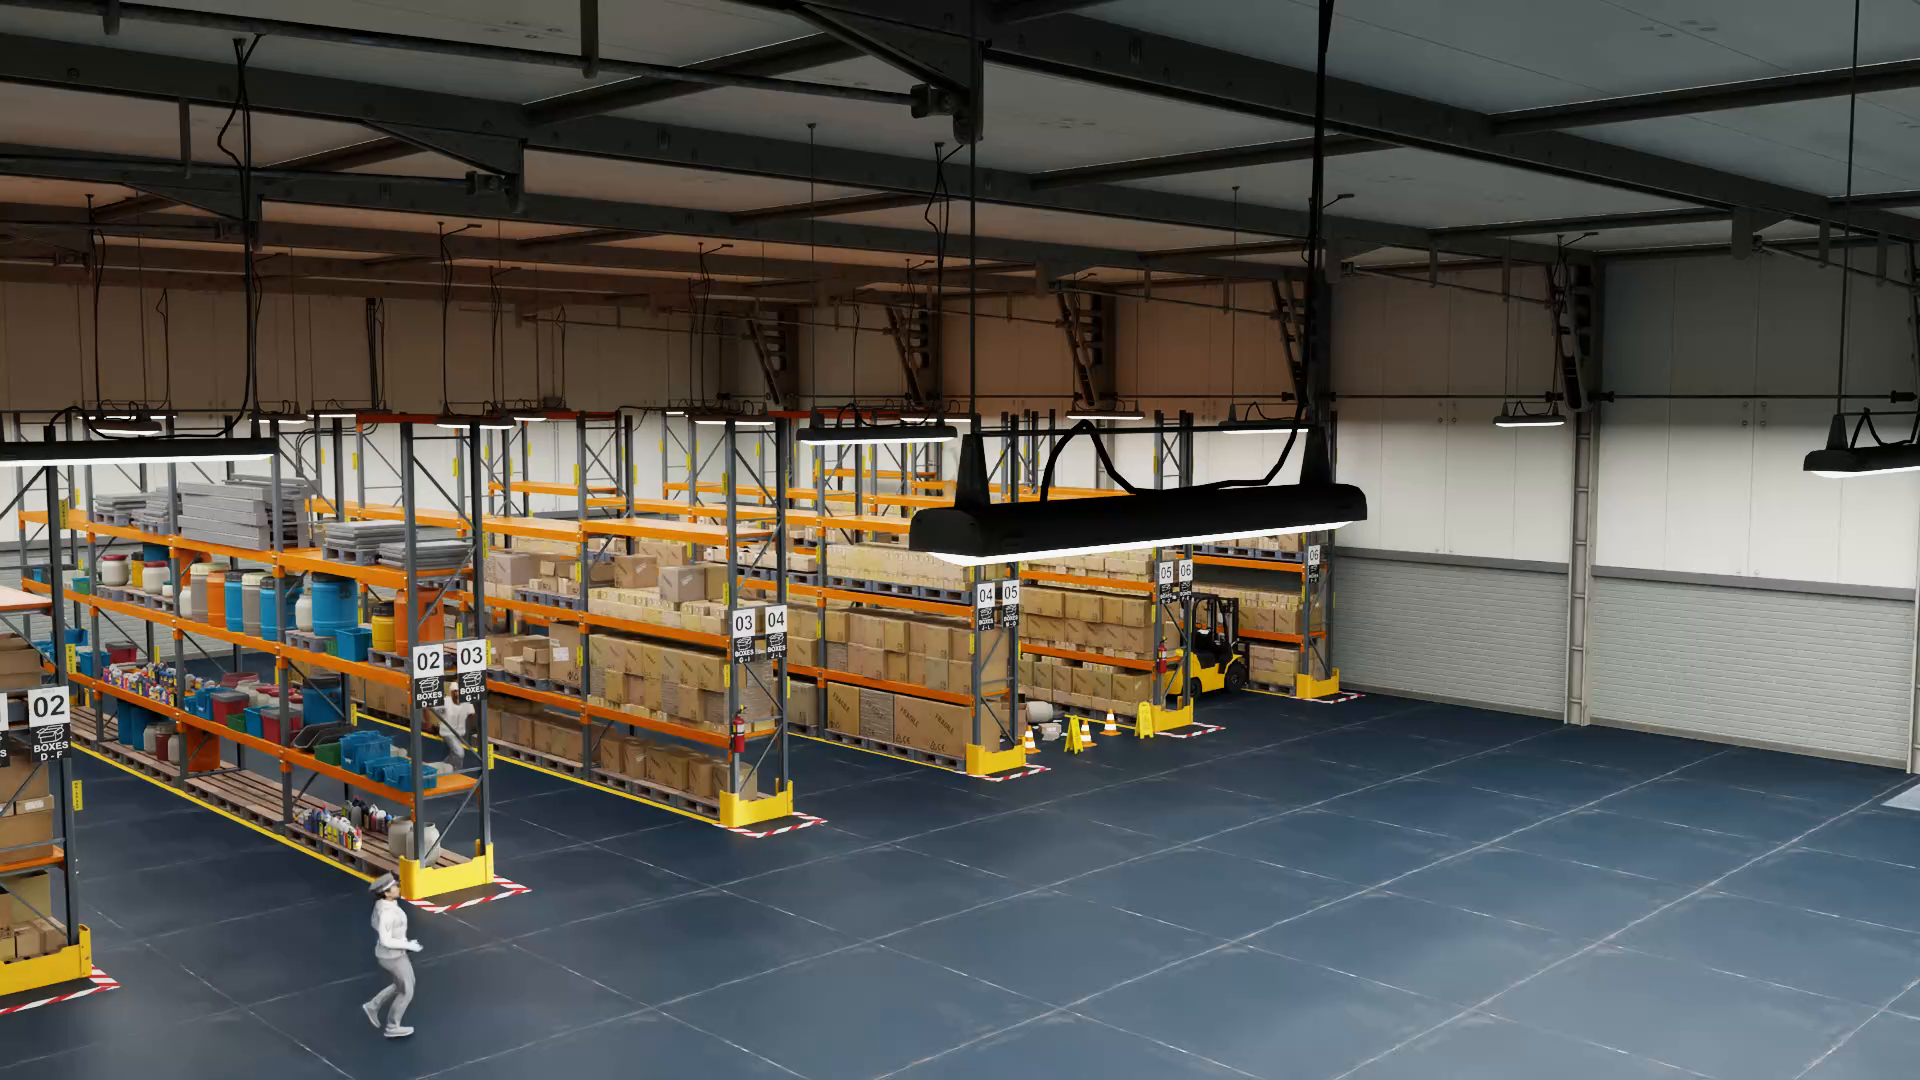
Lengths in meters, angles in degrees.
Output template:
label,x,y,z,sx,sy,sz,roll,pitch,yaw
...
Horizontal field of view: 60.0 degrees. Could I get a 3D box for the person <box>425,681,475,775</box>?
label,x,y,z,sx,sy,sz,roll,pitch,yaw
person,-8.140,3.146,26.673,0.839,1.789,0.729,4,6,39

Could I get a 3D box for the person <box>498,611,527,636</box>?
label,x,y,z,sx,sy,sz,roll,pitch,yaw
person,-9.783,2.363,36.156,0.948,1.733,0.719,4,6,38

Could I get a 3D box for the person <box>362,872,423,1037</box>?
label,x,y,z,sx,sy,sz,roll,pitch,yaw
person,-5.590,4.081,16.401,0.540,1.648,0.543,-2,5,-22
